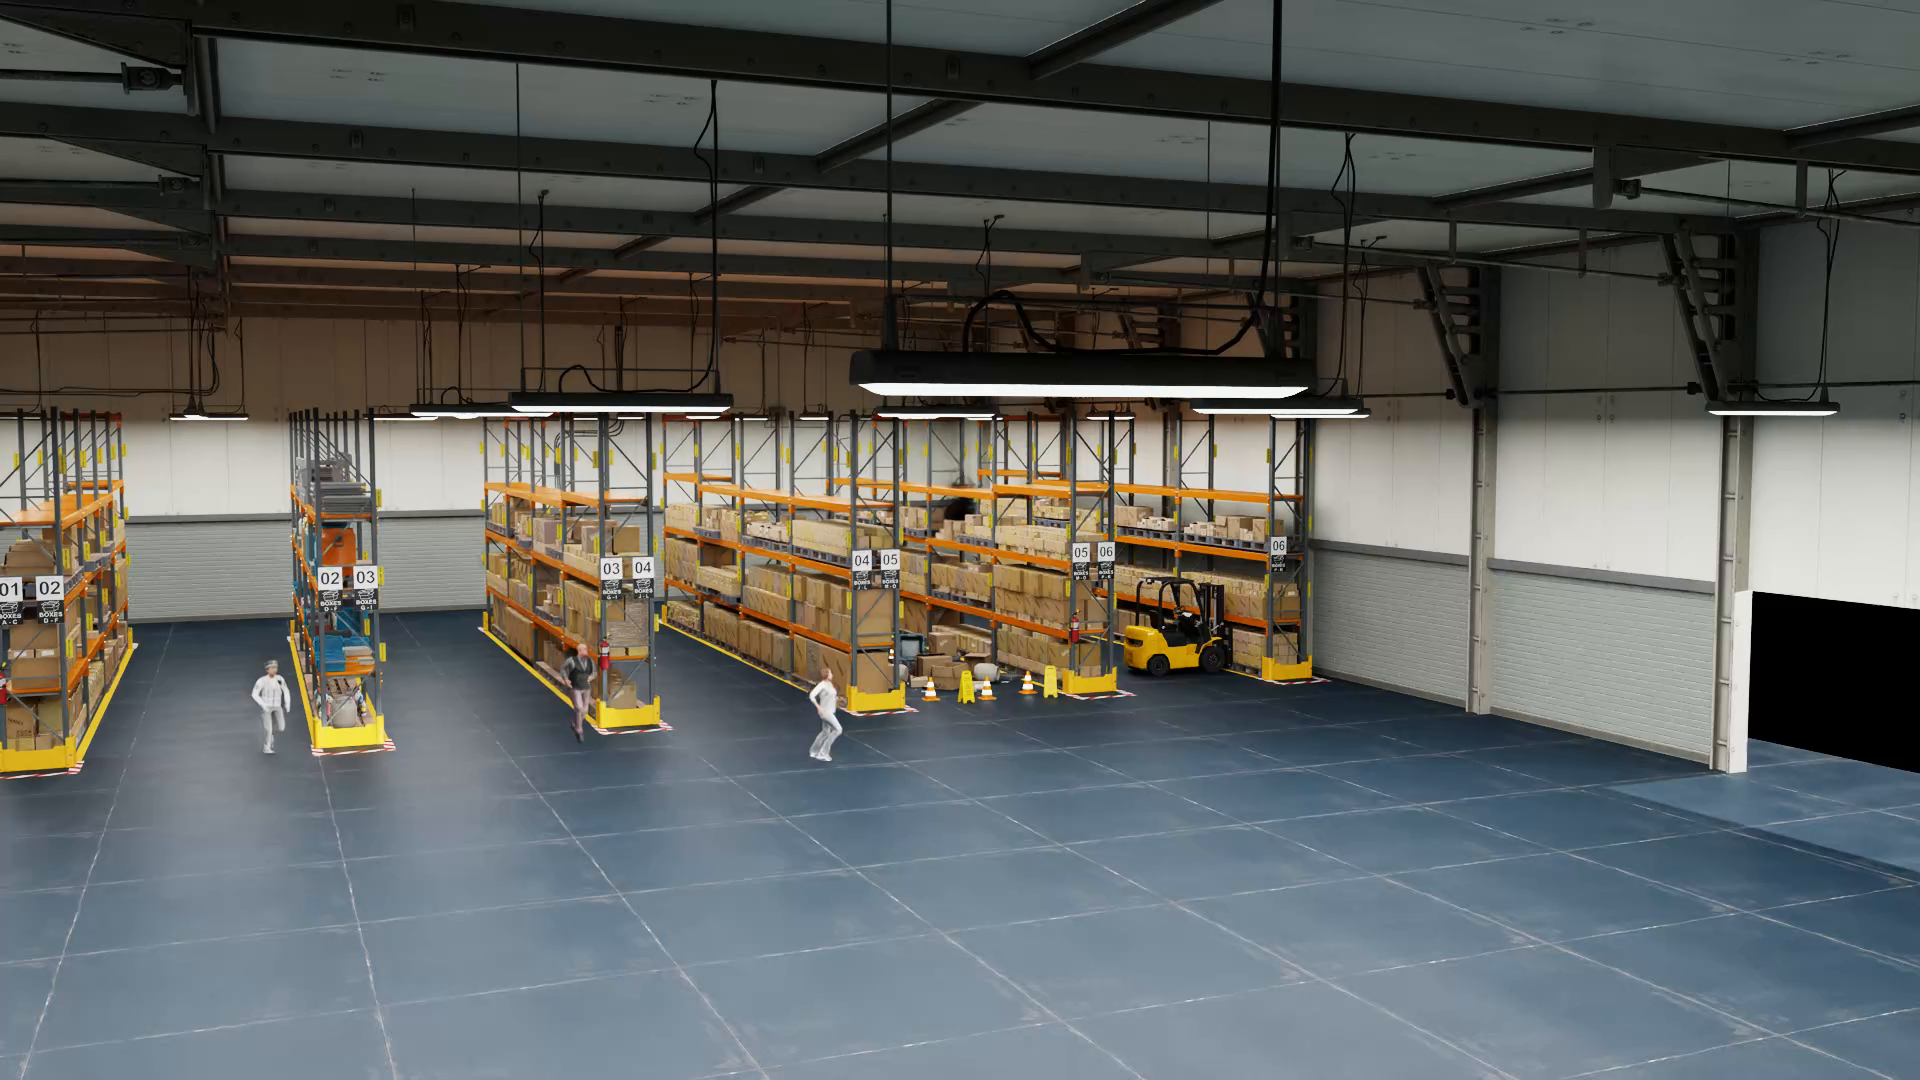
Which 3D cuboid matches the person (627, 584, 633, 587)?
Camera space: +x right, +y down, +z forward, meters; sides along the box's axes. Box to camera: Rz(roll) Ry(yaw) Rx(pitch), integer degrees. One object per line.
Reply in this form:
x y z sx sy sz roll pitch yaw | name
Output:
-9.219 1.637 46.220 0.679 1.739 0.621 -1 4 -13 | person

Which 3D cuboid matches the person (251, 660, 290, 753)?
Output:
-11.956 2.881 28.870 0.662 1.616 0.540 -4 5 -43 | person

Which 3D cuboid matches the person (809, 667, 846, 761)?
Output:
-2.243 2.948 28.150 0.657 1.587 0.508 1 4 8 | person

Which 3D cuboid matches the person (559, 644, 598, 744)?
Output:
-6.863 2.743 30.191 0.657 1.724 0.927 -4 5 -42 | person
